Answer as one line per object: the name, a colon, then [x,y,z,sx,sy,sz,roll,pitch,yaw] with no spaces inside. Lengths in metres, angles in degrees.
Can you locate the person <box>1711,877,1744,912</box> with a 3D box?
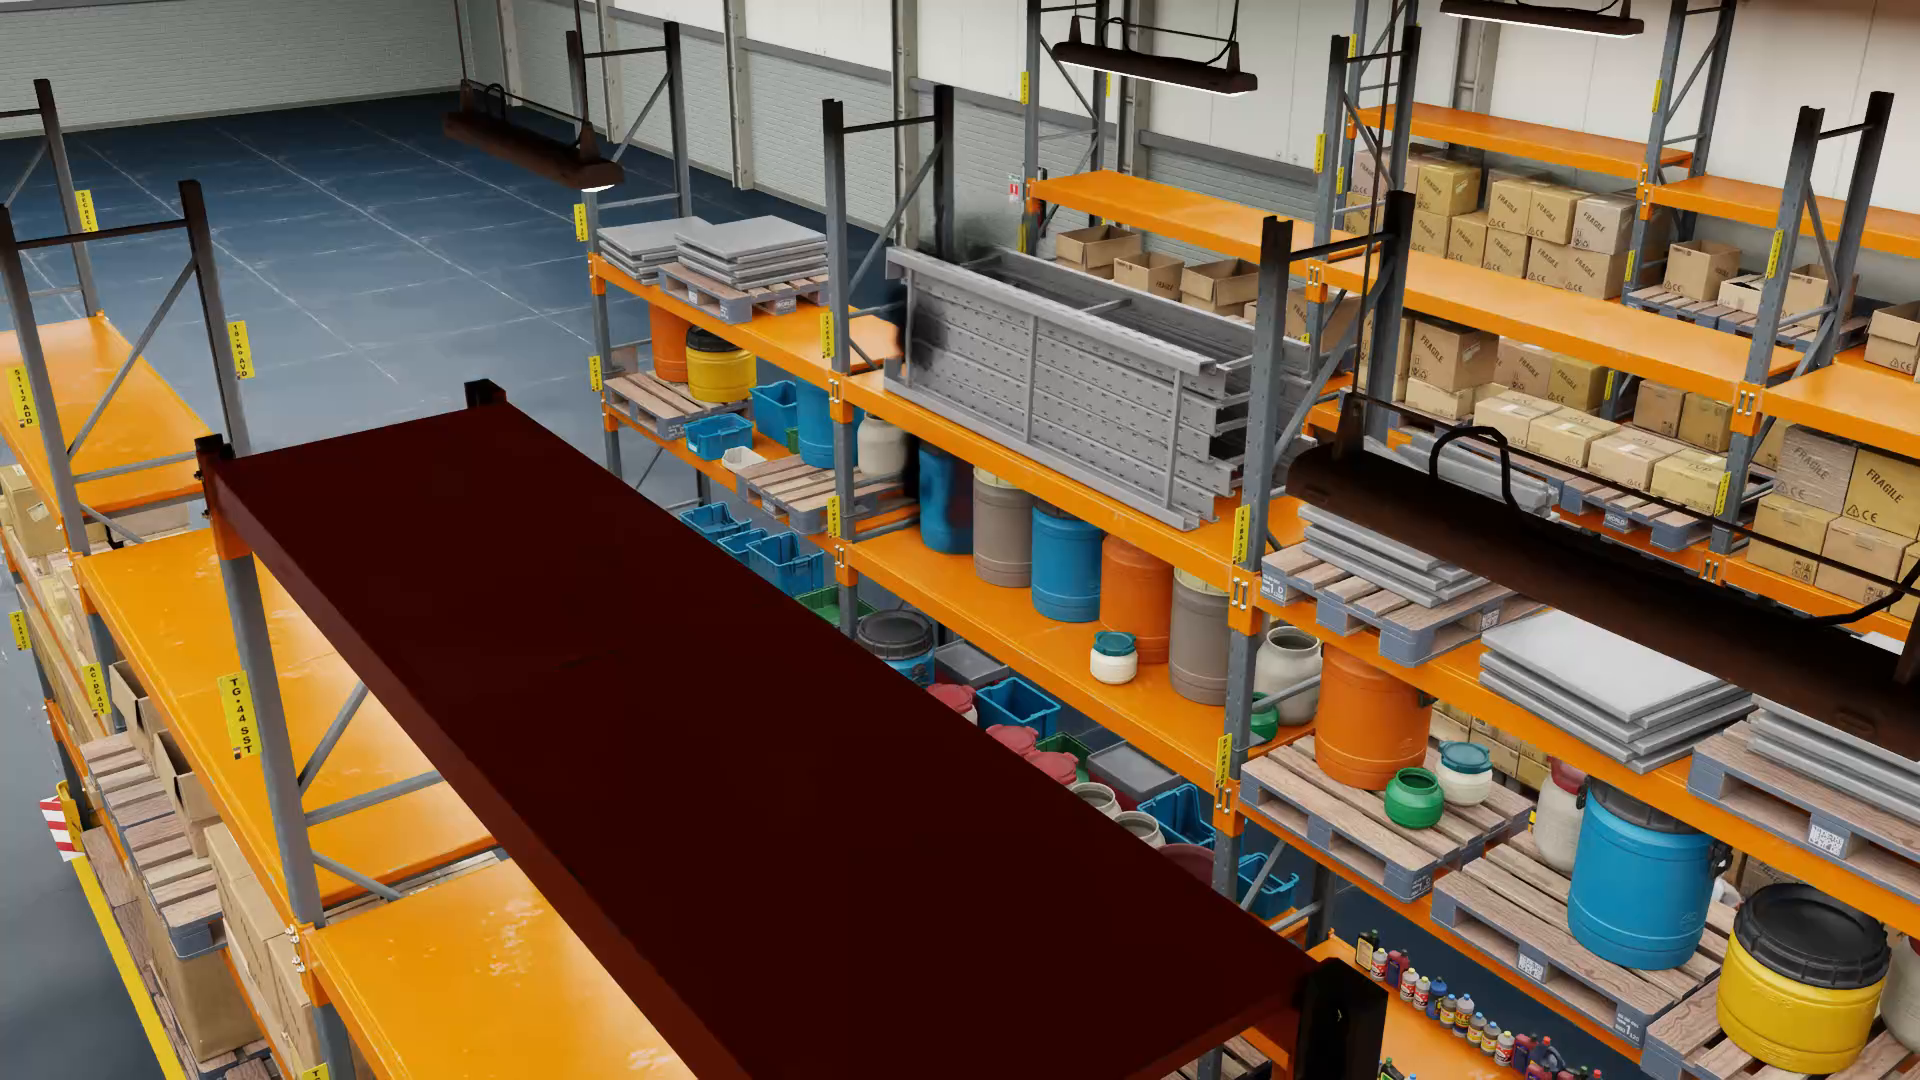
person: [4.685,2.753,10.869,0.836,1.838,0.652,20,32,37]
